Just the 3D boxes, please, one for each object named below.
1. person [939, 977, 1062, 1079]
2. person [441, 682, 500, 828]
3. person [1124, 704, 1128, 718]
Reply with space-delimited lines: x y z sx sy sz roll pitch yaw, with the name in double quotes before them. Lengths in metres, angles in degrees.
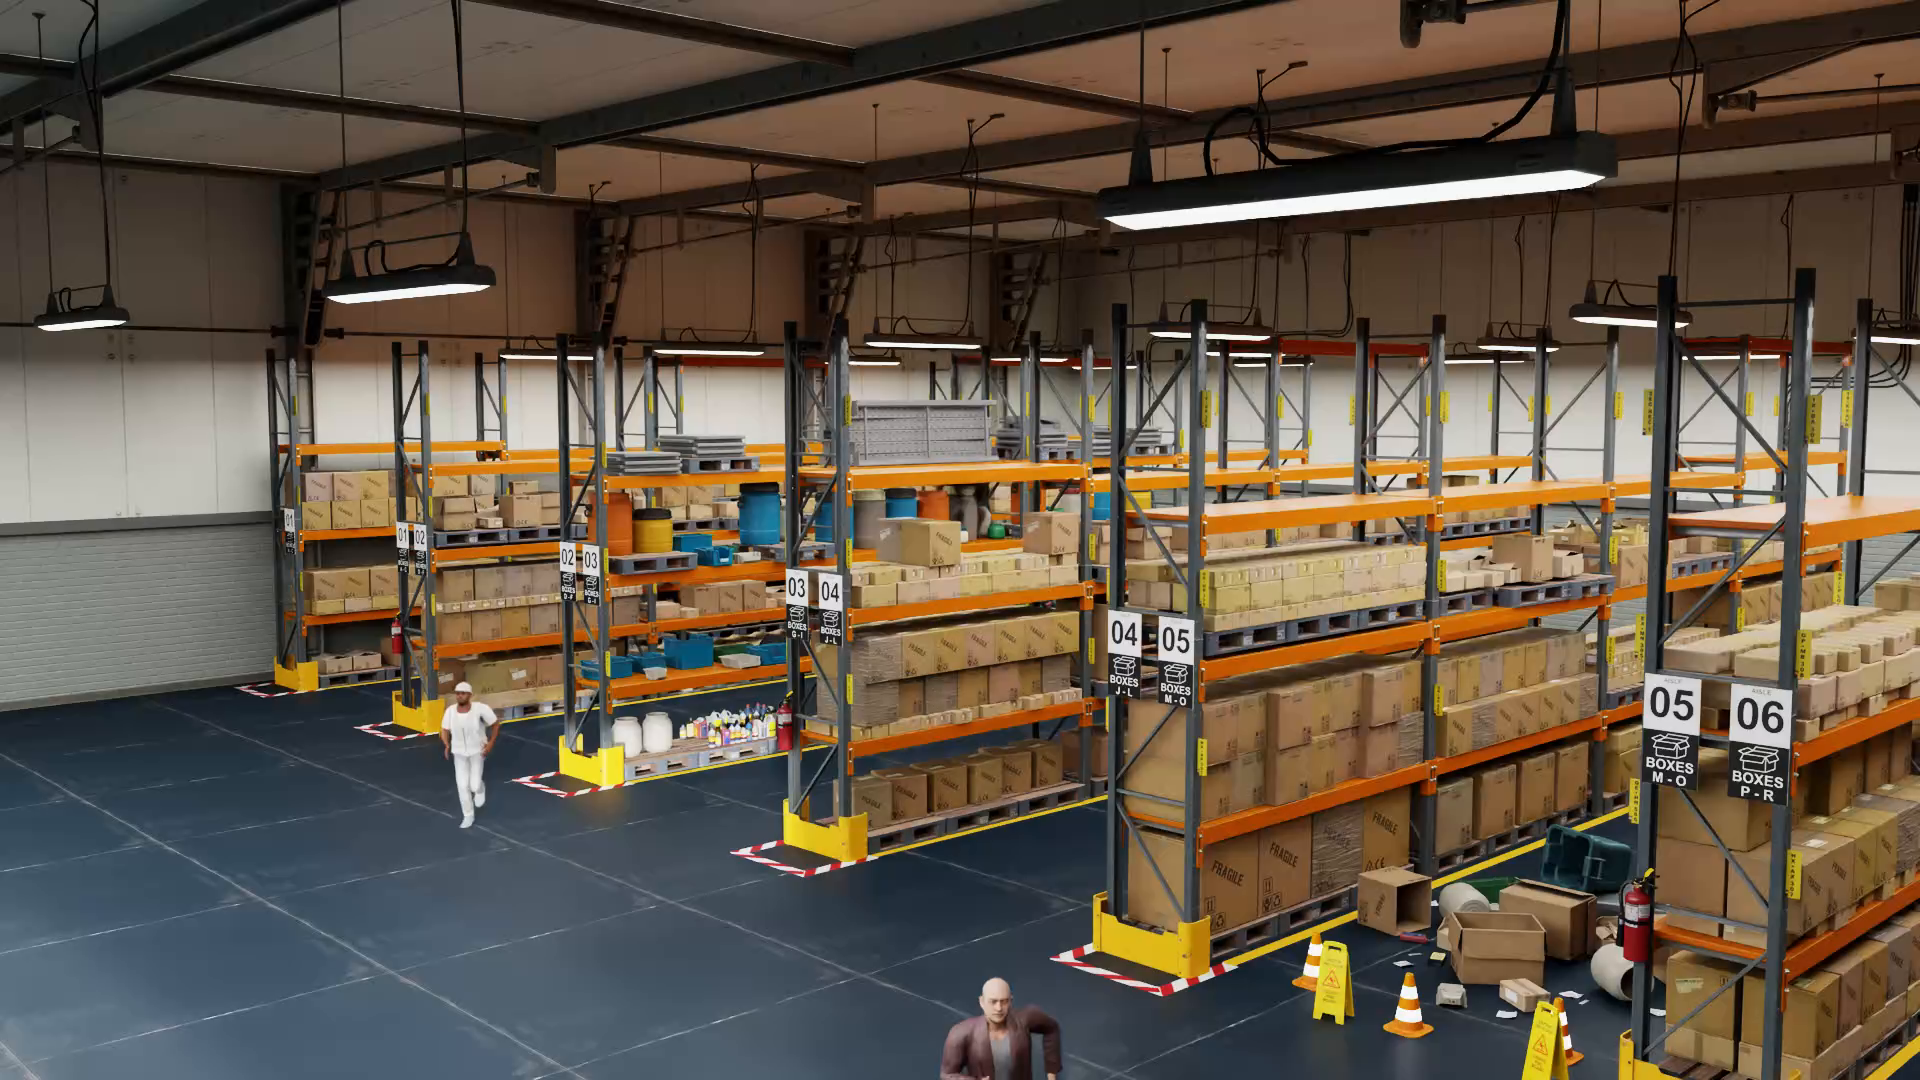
"person" 0.248 3.431 9.845 0.746 1.770 0.885 0 5 -3
"person" -5.929 2.567 20.169 0.703 1.749 0.649 0 5 -1
"person" 2.390 2.186 24.551 0.622 1.760 0.732 4 7 42
